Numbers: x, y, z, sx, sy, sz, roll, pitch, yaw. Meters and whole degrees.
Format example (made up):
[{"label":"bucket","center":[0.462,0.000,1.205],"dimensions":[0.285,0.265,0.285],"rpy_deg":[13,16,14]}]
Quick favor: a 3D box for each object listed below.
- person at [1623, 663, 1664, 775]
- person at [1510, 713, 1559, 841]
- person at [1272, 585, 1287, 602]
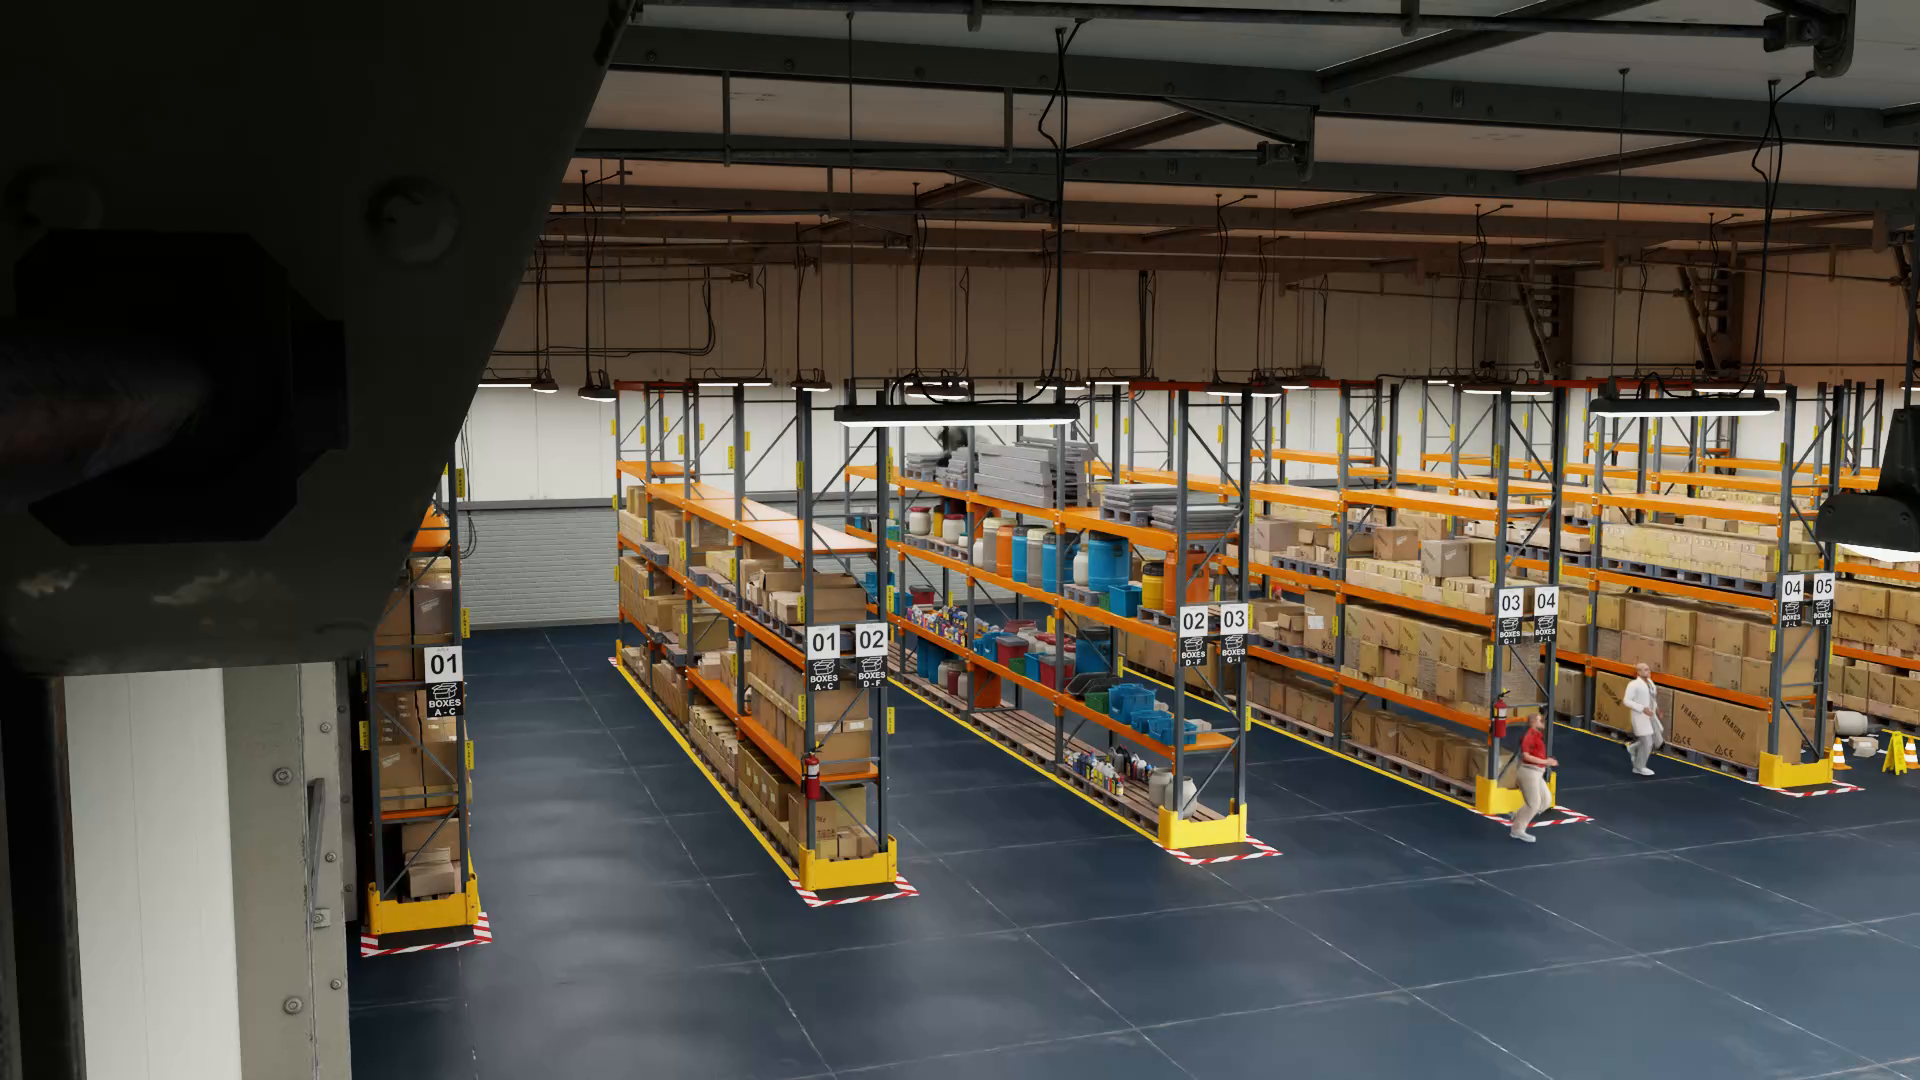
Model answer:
[{"label":"person","center":[10.554,2.755,25.681],"dimensions":[0.706,1.725,0.663],"rpy_deg":[-4,7,-30]},{"label":"person","center":[7.695,3.151,22.228],"dimensions":[0.623,1.674,0.675],"rpy_deg":[3,7,27]},{"label":"person","center":[6.630,1.805,34.611],"dimensions":[0.707,1.742,0.577],"rpy_deg":[-3,7,-23]}]
